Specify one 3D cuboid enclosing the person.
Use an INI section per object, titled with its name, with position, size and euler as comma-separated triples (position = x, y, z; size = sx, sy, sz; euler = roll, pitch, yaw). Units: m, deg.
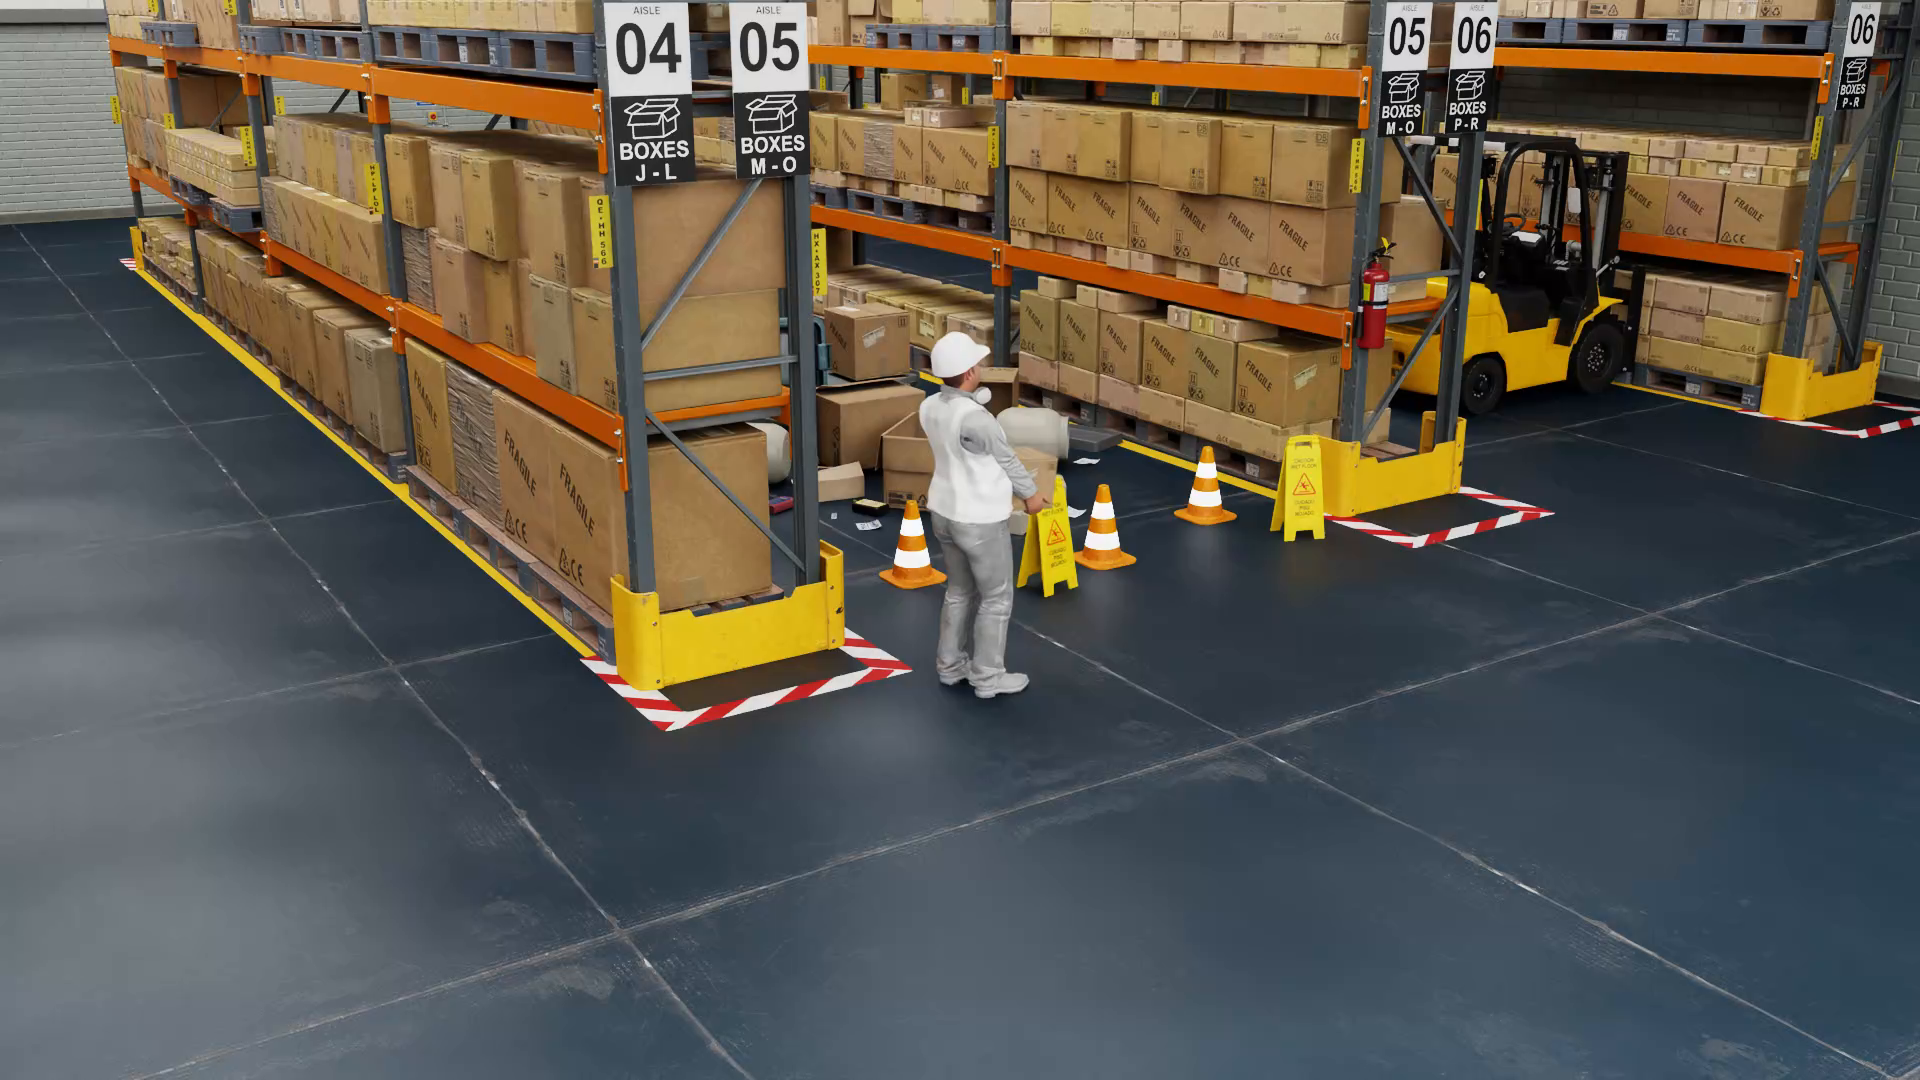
[person]
position = 0.116, -0.134, 7.943
size = 0.556, 1.762, 0.494
euler = -11, 21, -31
